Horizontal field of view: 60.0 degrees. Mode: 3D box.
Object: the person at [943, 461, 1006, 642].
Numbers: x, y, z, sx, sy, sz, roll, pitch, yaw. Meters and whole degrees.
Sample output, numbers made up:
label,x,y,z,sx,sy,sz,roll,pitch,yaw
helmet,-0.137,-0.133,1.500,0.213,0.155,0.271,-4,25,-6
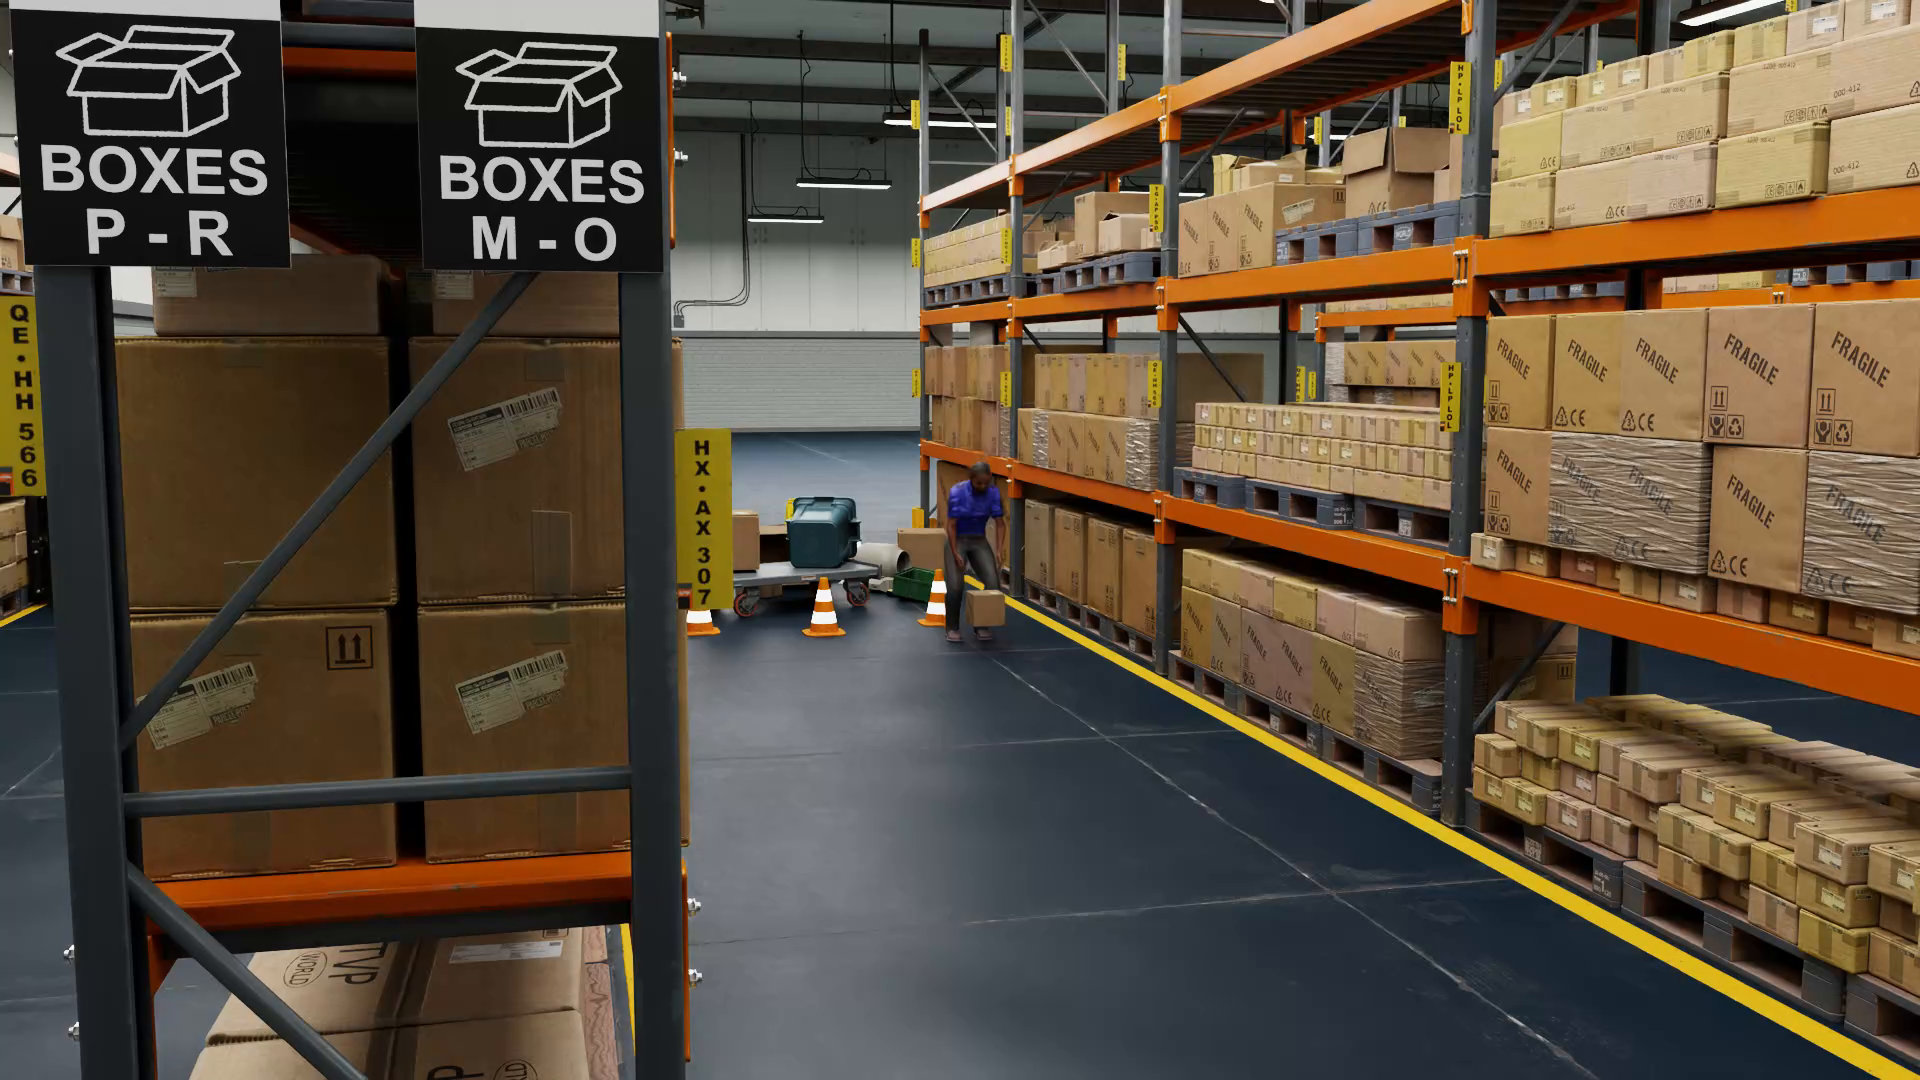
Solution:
label,x,y,z,sx,sy,sz,roll,pitch,yaw
person,0.117,0.087,13.371,0.490,1.462,0.556,-1,6,-13
